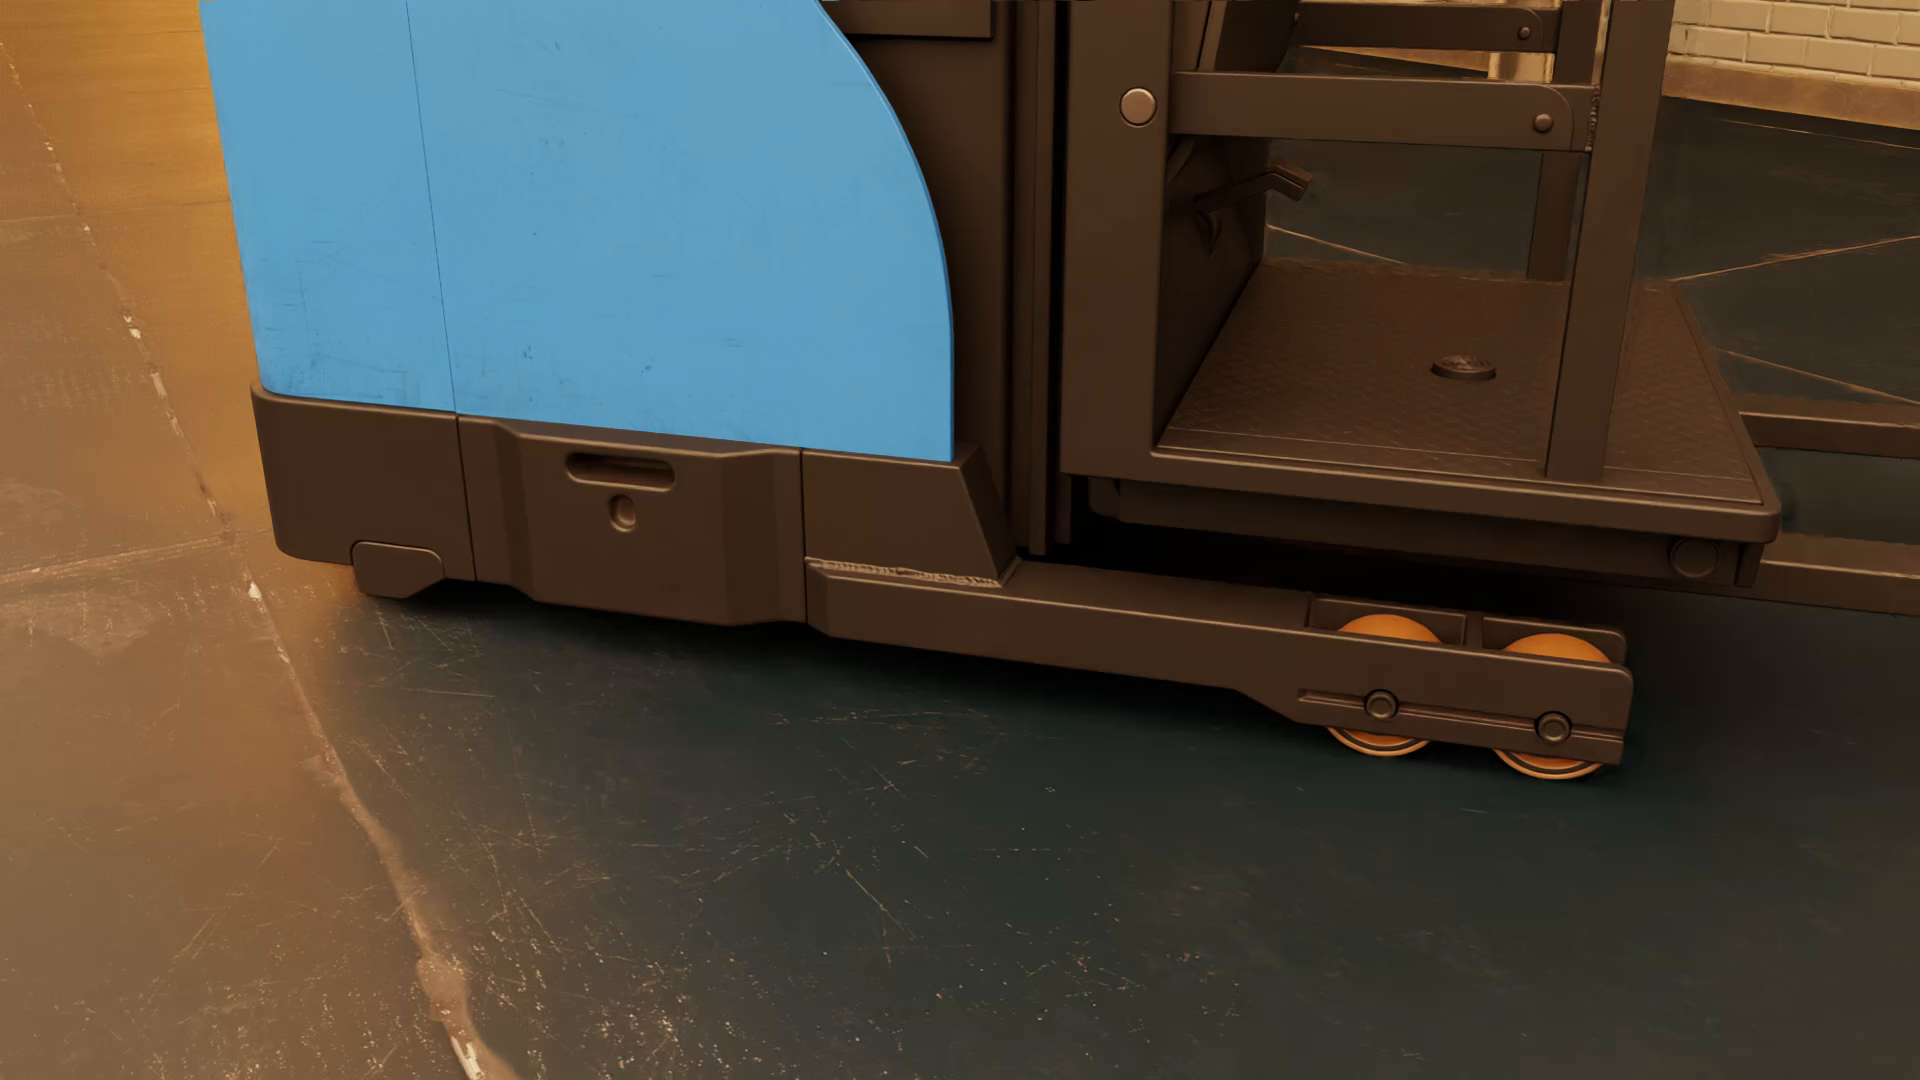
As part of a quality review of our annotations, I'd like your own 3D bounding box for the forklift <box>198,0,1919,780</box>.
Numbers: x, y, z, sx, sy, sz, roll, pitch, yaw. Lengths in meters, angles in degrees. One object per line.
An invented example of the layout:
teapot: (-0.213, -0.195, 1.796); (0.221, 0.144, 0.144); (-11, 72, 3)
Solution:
forklift: (0.568, -1.300, 1.943); (3.031, 2.935, 1.130); (6, 23, 15)
